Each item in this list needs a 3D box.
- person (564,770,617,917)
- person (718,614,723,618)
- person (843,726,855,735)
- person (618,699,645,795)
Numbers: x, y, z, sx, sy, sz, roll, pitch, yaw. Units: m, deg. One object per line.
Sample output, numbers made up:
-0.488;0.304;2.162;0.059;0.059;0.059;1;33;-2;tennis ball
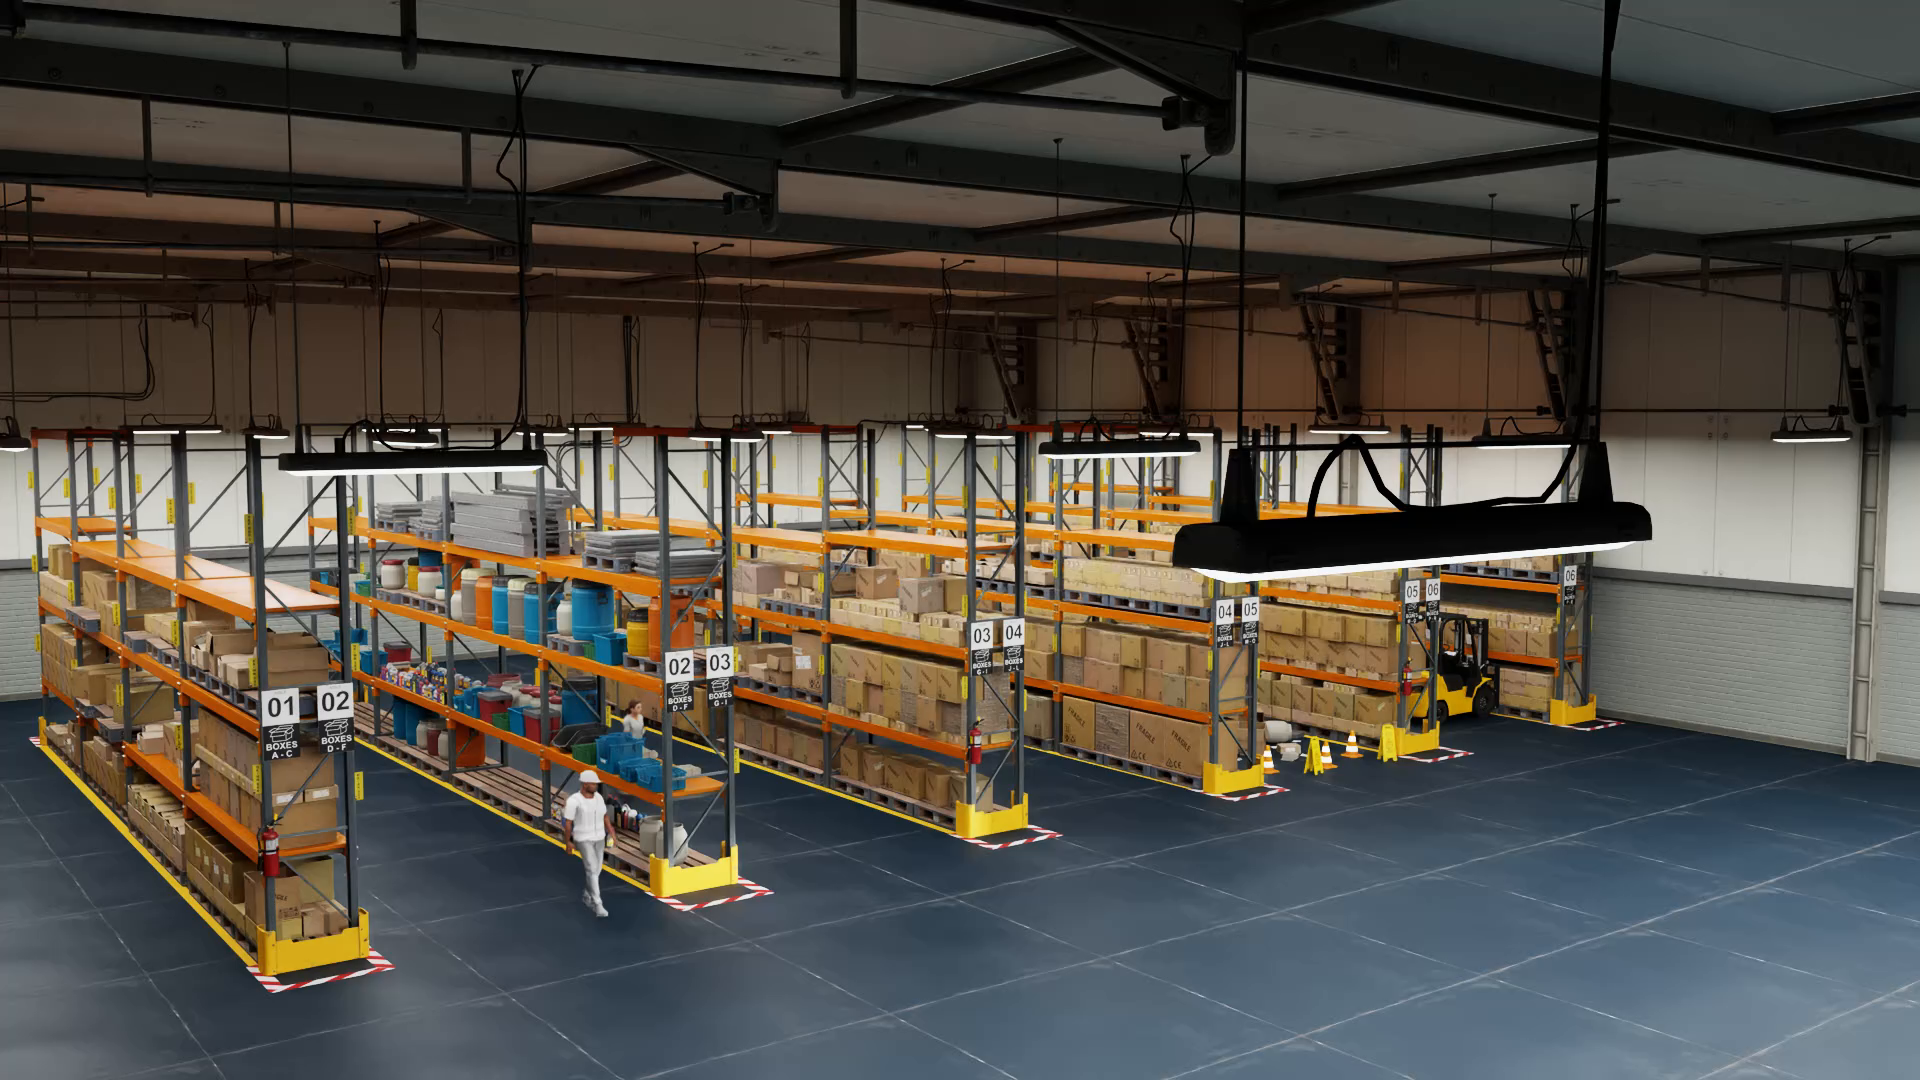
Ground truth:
-4.580;3.821;21.004;0.794;1.774;0.610;4;6;39;person
-5.335;2.533;37.071;0.583;1.750;0.482;-1;5;-18;person
-2.135;2.970;32.228;0.548;1.847;0.584;3;6;38;person
-5.259;3.385;27.015;0.961;1.615;0.436;4;6;44;person
